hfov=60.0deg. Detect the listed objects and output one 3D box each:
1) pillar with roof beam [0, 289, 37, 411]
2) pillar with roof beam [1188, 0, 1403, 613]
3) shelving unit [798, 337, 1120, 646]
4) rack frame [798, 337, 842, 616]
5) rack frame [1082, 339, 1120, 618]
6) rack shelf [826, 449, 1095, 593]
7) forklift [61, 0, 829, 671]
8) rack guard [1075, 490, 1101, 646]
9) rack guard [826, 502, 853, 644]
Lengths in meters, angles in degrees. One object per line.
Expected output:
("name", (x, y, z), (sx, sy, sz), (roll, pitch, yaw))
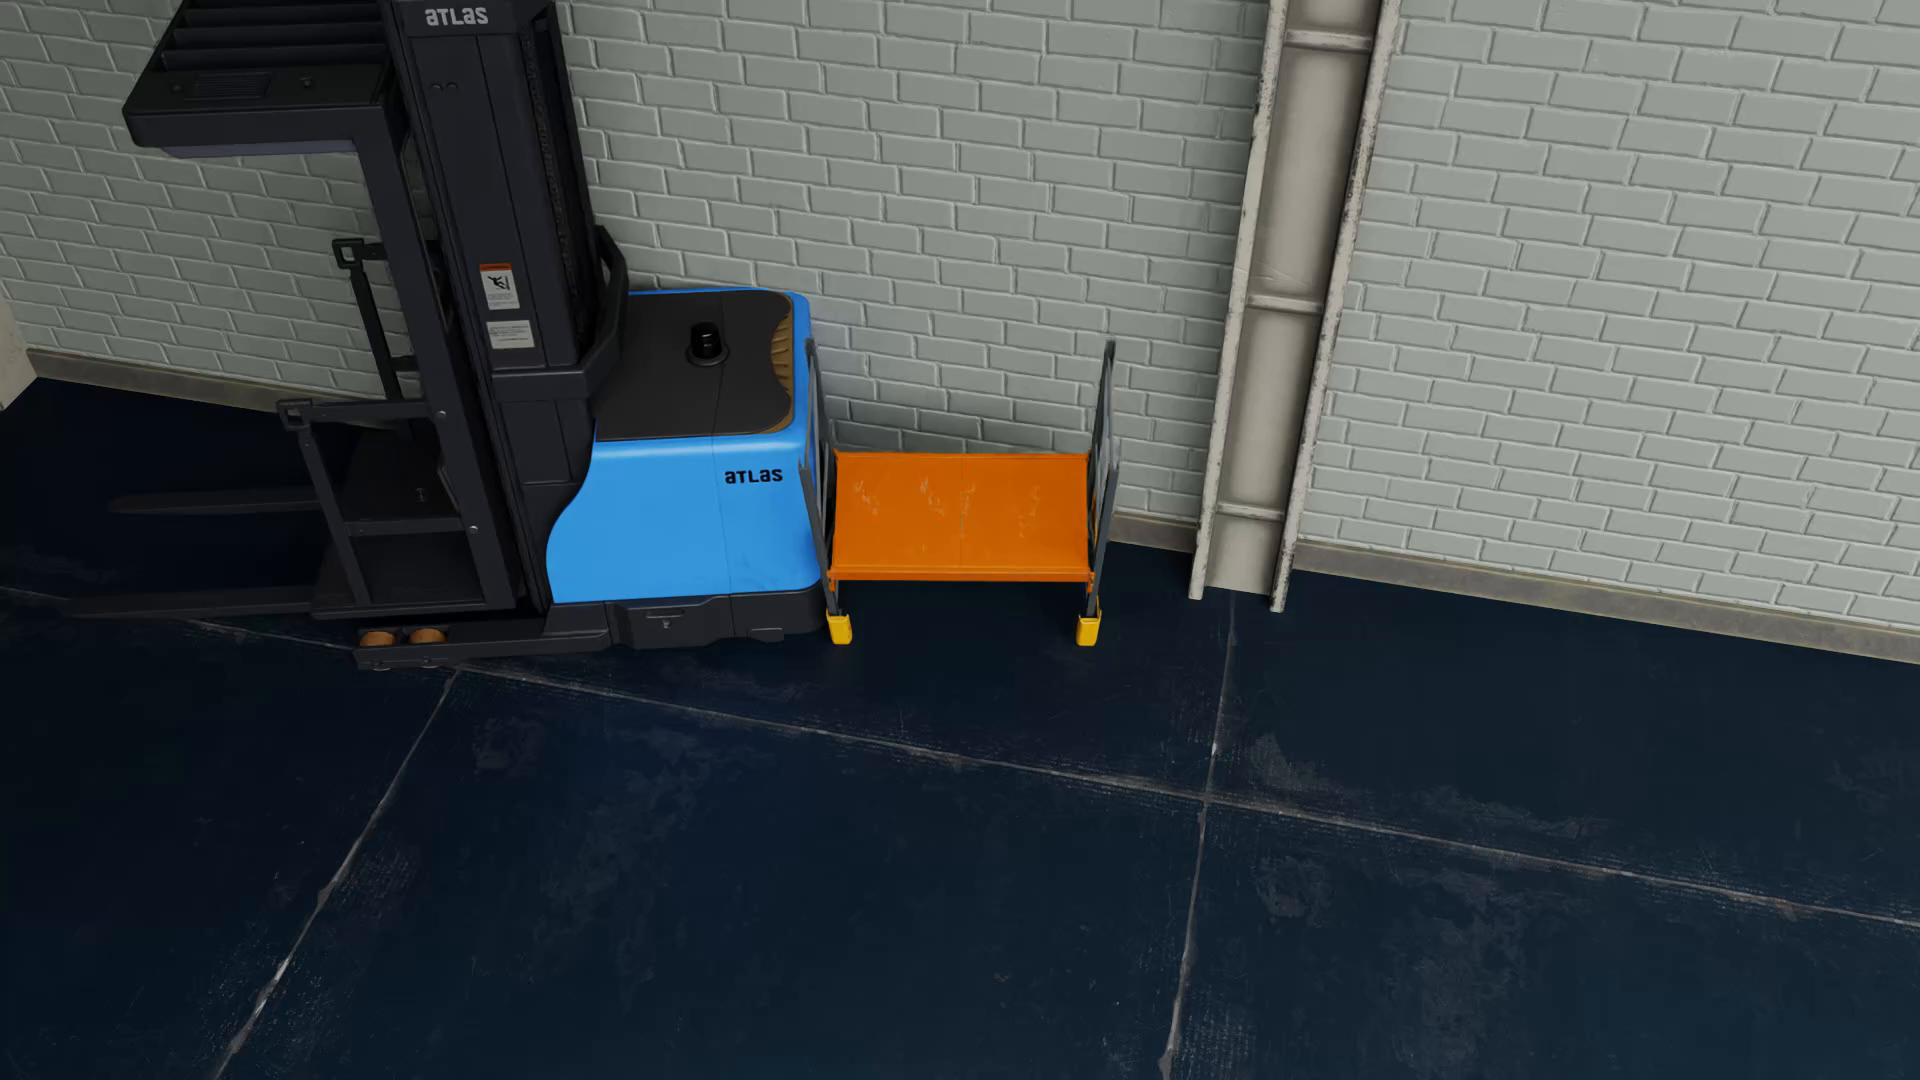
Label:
("pillar with roof beam", (-5.616, -1.069, 1.832), (0.400, 9.000, 9.100), (9, 45, 9))
("pillar with roof beam", (0.239, -0.161, 0.888), (0.400, 9.000, 9.100), (9, 45, 9))
("shelving unit", (0.013, -0.148, 6.200), (1.083, 1.500, 0.587), (0, 66, 1))
("rack frame", (-0.505, -0.151, 6.206), (0.032, 1.500, 0.500), (0, 66, 1))
("rack frame", (0.512, -0.144, 6.194), (0.032, 1.500, 0.500), (0, 66, 1))
("rack shelf", (0.005, -0.074, 6.364), (1.000, 0.185, 0.538), (0, 66, 1))
("forklift", (-2.078, -0.914, 6.046), (3.031, 2.935, 1.130), (-3, 44, -3))
("rack guard", (0.516, 0.111, 6.764), (0.087, 0.250, 0.587), (0, 66, 1))
("rack guard", (-0.480, 0.105, 6.776), (0.087, 0.250, 0.587), (0, 66, 1))
